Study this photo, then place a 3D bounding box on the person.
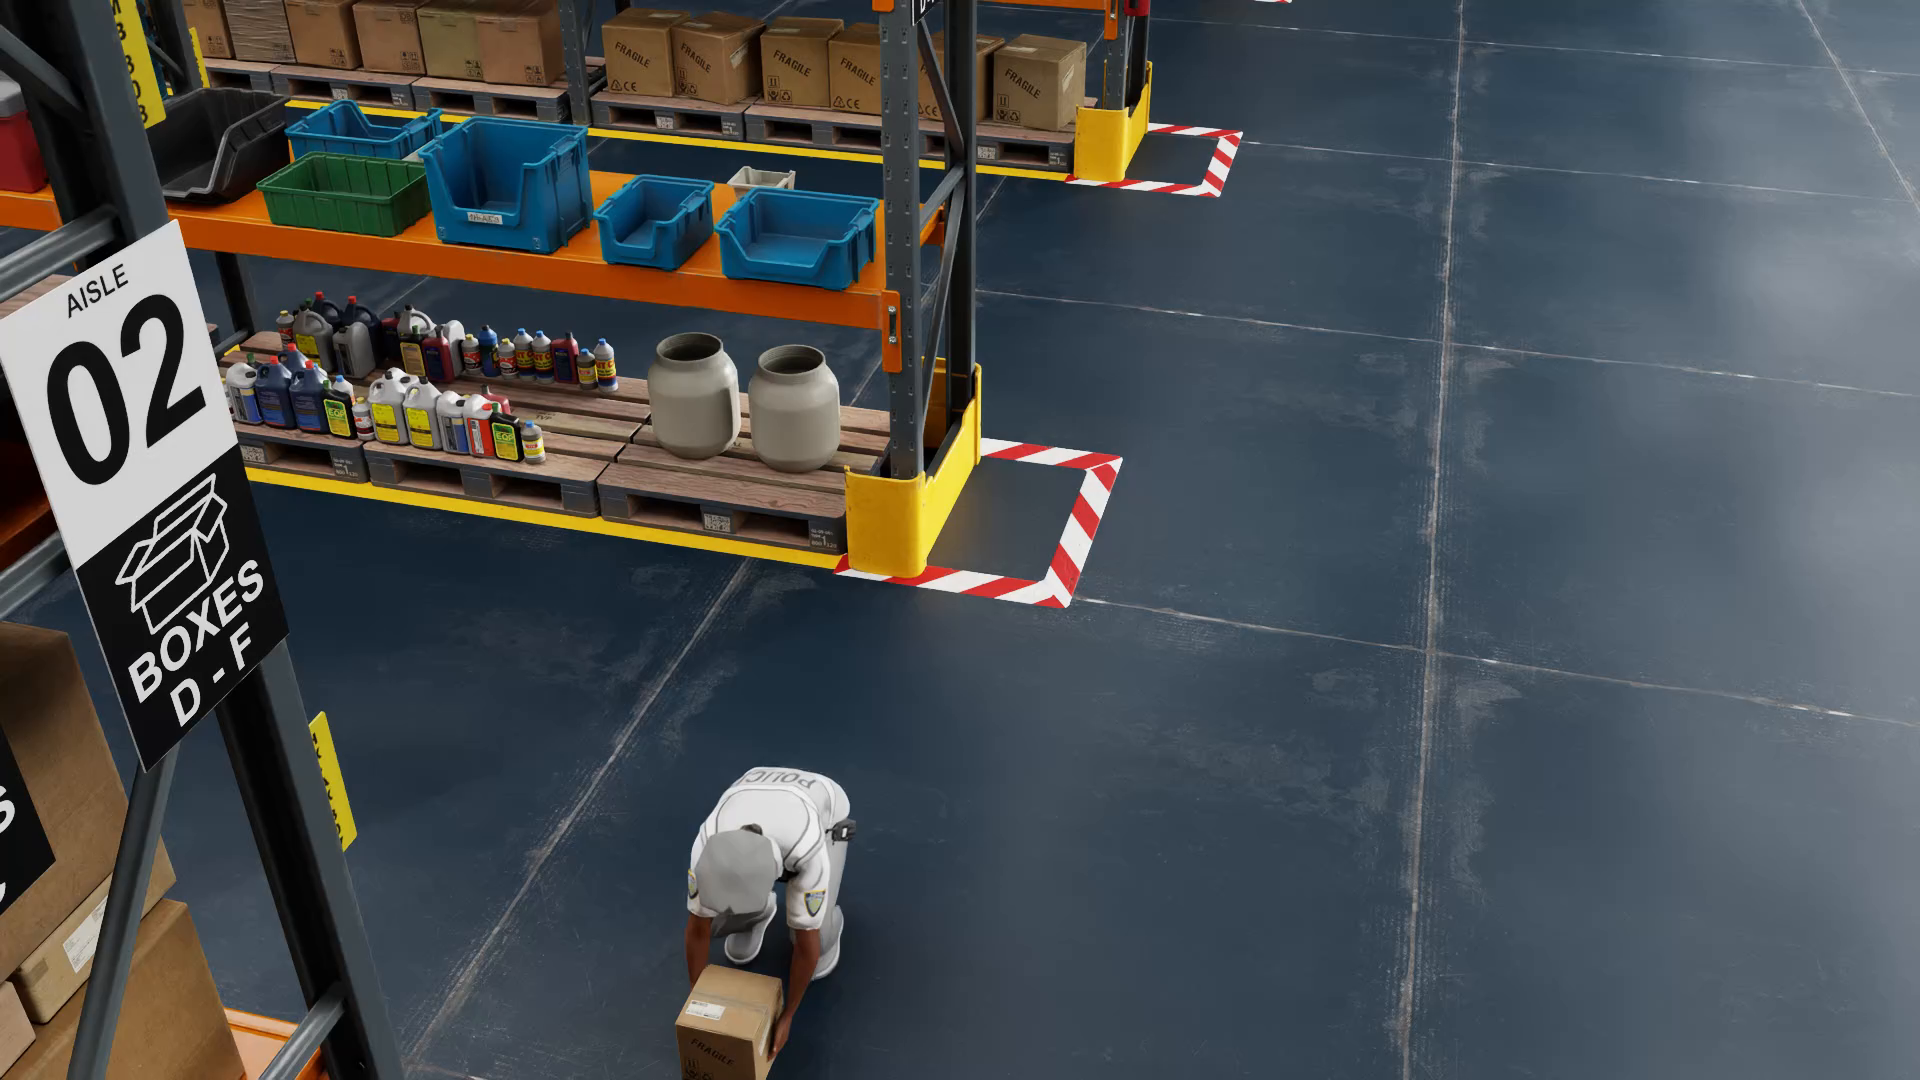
[{"bbox_3d":[-0.607,1.067,5.230,0.481,0.874,0.867,8,34,12],"label":"person"}]
